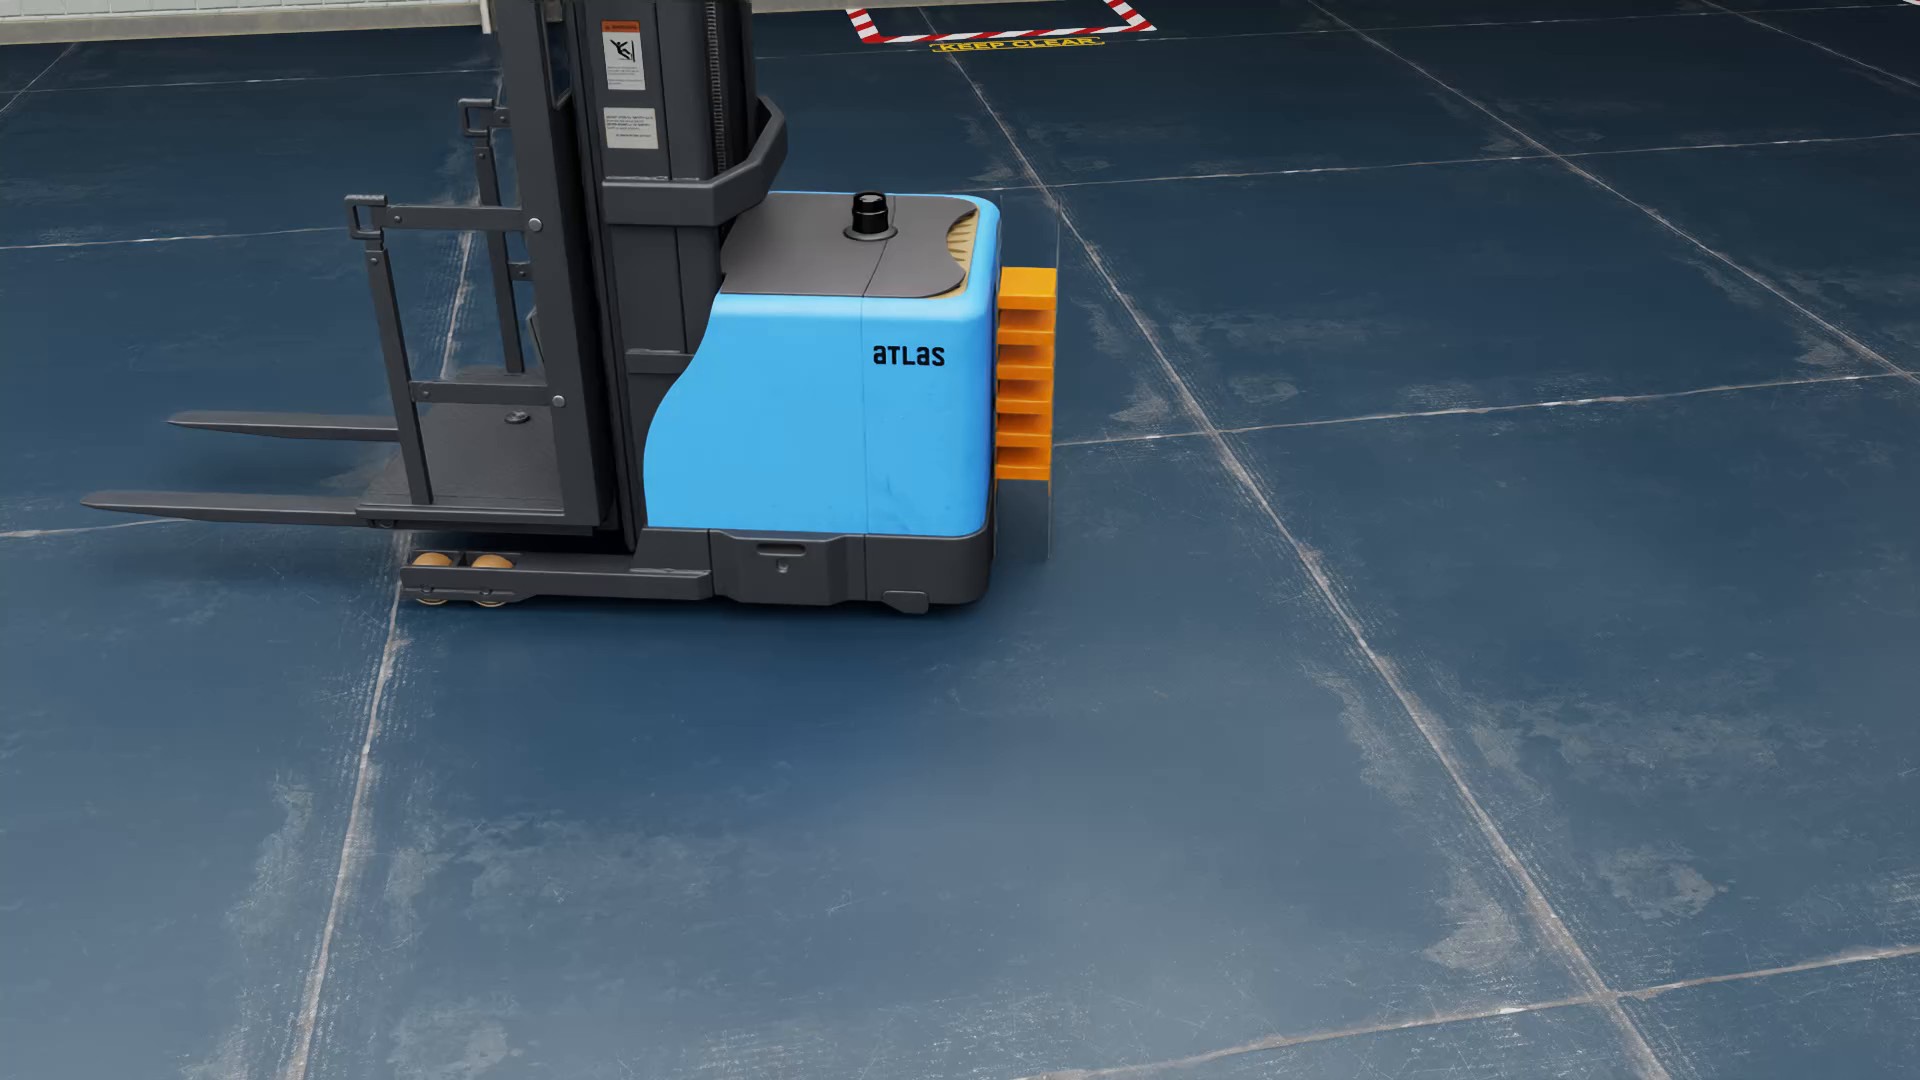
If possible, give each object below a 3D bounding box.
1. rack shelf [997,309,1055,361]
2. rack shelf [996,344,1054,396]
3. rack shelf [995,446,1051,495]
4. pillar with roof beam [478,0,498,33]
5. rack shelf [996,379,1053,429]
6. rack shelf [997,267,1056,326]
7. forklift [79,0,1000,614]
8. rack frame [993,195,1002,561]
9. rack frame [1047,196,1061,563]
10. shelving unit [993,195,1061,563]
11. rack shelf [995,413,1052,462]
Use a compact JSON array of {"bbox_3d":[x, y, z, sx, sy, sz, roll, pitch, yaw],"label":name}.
[{"bbox_3d":[0.214,-0.673,5.324,0.180,0.103,0.258,2,31,3],"label":"rack shelf"},{"bbox_3d":[0.214,-0.569,5.385,0.180,0.103,0.258,2,31,3],"label":"rack shelf"},{"bbox_3d":[0.214,-0.259,5.568,0.180,0.103,0.258,2,31,3],"label":"rack shelf"},{"bbox_3d":[-2.478,-5.462,6.161,0.400,9.000,9.100,-5,31,-9],"label":"pillar with roof beam"},{"bbox_3d":[0.214,-0.466,5.446,0.180,0.103,0.258,2,31,3],"label":"rack shelf"},{"bbox_3d":[0.214,-0.776,5.264,0.180,0.103,0.258,2,31,3],"label":"rack shelf"},{"bbox_3d":[-1.394,-1.311,5.089,3.031,2.935,1.130,2,31,3],"label":"forklift"},{"bbox_3d":[0.123,-0.507,5.429,0.006,1.200,0.240,2,31,3],"label":"rack frame"},{"bbox_3d":[0.305,-0.501,5.418,0.006,1.200,0.240,2,31,3],"label":"rack frame"},{"bbox_3d":[0.214,-0.504,5.424,0.189,1.200,0.258,2,31,3],"label":"shelving unit"},{"bbox_3d":[0.214,-0.362,5.507,0.180,0.103,0.258,2,31,3],"label":"rack shelf"}]
